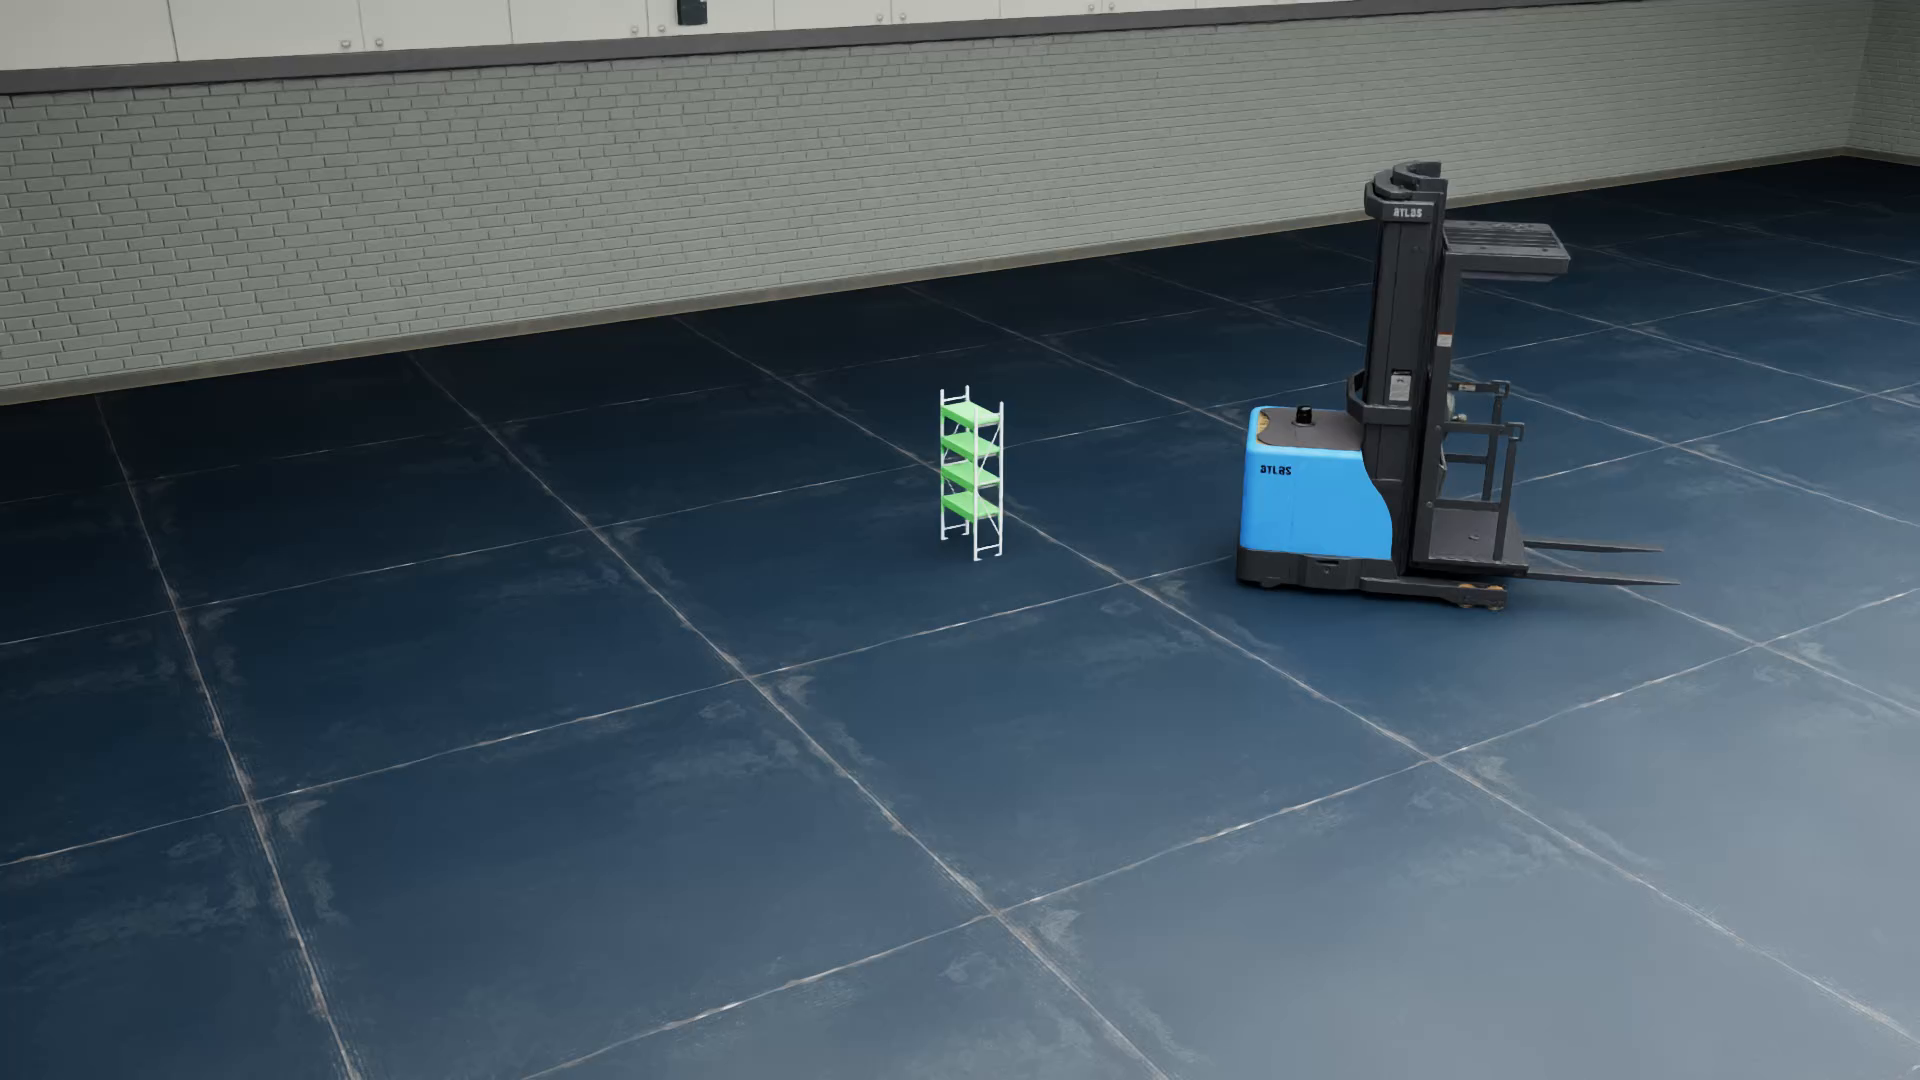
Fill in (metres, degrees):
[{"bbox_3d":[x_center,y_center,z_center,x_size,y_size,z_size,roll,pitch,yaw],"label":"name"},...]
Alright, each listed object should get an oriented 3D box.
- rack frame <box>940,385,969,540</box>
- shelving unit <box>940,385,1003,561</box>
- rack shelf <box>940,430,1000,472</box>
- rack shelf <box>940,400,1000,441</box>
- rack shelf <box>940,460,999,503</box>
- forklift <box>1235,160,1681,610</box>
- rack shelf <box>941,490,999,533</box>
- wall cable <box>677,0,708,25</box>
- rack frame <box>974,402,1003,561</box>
[{"bbox_3d":[-0.040,-0.581,12.648,0.240,1.200,0.015,-13,25,-28],"label":"rack frame"},{"bbox_3d":[0.085,-0.502,12.454,0.258,1.200,0.503,-13,25,-28],"label":"shelving unit"},{"bbox_3d":[0.085,-0.665,12.387,0.258,0.148,0.480,-13,25,-28],"label":"rack shelf"},{"bbox_3d":[0.085,-0.888,12.297,0.258,0.148,0.480,-13,25,-28],"label":"rack shelf"},{"bbox_3d":[0.085,-0.443,12.478,0.258,0.148,0.480,-13,25,-28],"label":"rack shelf"},{"bbox_3d":[3.559,-1.087,11.593,3.031,2.935,1.130,4,23,11],"label":"forklift"},{"bbox_3d":[0.085,-0.221,12.568,0.258,0.148,0.480,-13,25,-28],"label":"rack shelf"},{"bbox_3d":[-2.056,-8.617,17.545,2.305,6.003,0.169,-13,25,-28],"label":"wall cable"},{"bbox_3d":[0.209,-0.423,12.259,0.240,1.200,0.015,-13,25,-28],"label":"rack frame"}]
